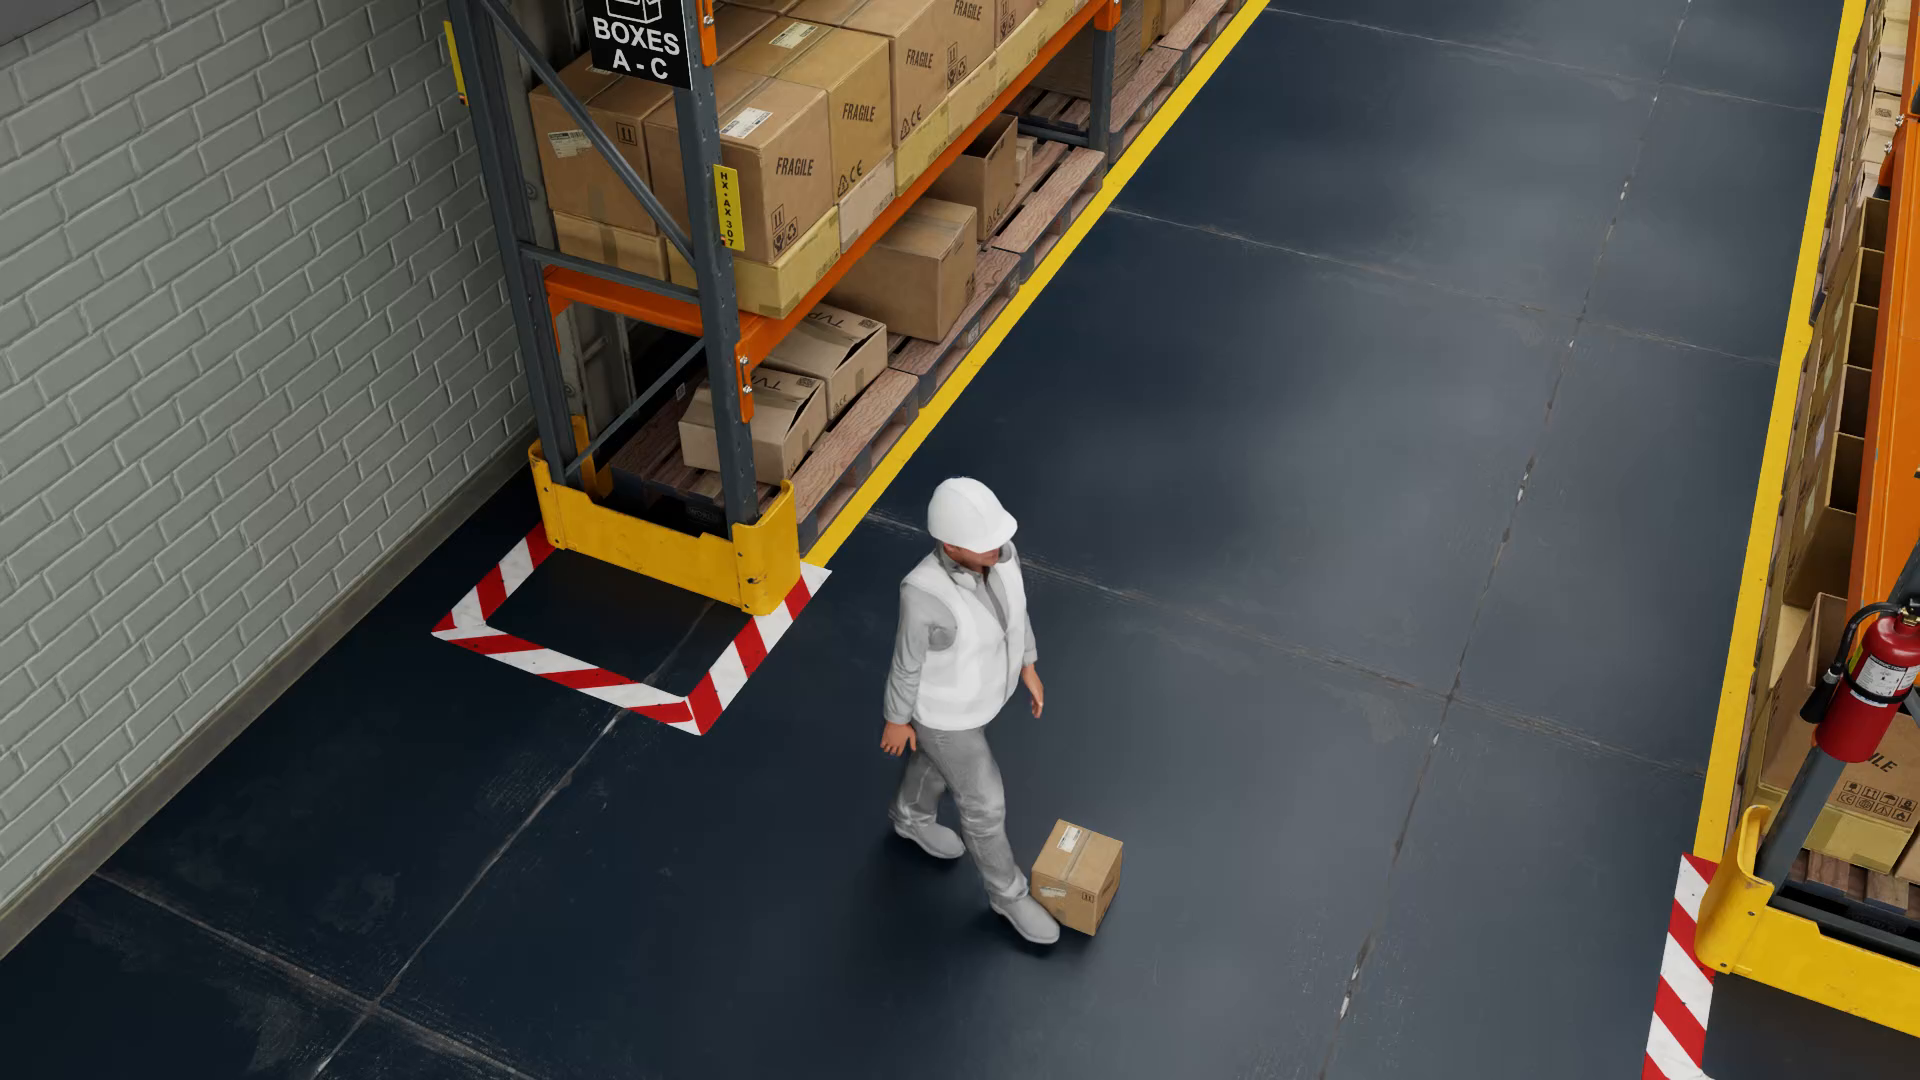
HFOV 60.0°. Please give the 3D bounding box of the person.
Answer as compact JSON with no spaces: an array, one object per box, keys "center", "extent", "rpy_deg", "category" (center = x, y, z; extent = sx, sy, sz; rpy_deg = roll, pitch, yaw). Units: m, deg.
[{"center":[0.093,0.525,5.524],"extent":[0.799,1.753,0.565],"rpy_deg":[21,46,22],"category":"person"}]
